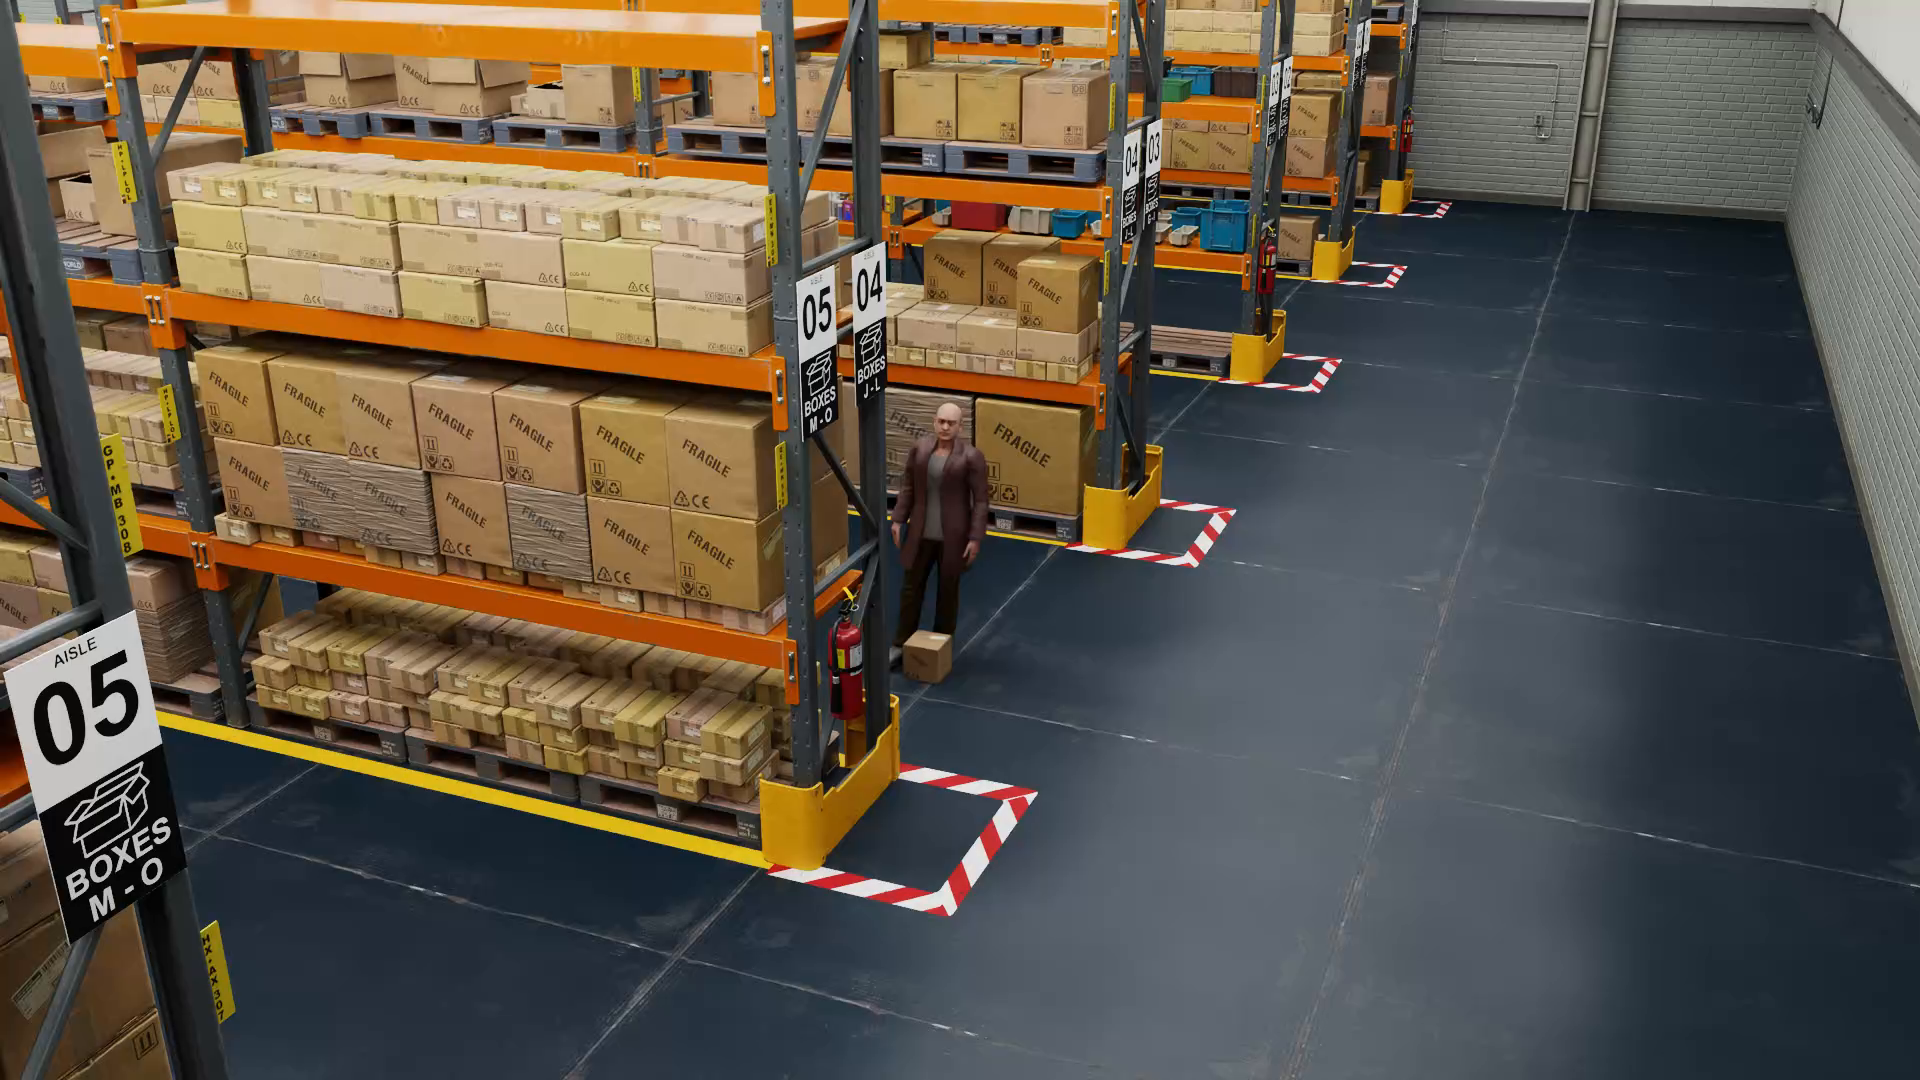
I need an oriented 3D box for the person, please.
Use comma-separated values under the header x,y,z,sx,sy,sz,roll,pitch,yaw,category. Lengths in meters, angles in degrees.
x,y,z,sx,sy,sz,roll,pitch,yaw,category
-0.169,-0.007,10.959,0.678,1.776,0.581,9,24,20,person
